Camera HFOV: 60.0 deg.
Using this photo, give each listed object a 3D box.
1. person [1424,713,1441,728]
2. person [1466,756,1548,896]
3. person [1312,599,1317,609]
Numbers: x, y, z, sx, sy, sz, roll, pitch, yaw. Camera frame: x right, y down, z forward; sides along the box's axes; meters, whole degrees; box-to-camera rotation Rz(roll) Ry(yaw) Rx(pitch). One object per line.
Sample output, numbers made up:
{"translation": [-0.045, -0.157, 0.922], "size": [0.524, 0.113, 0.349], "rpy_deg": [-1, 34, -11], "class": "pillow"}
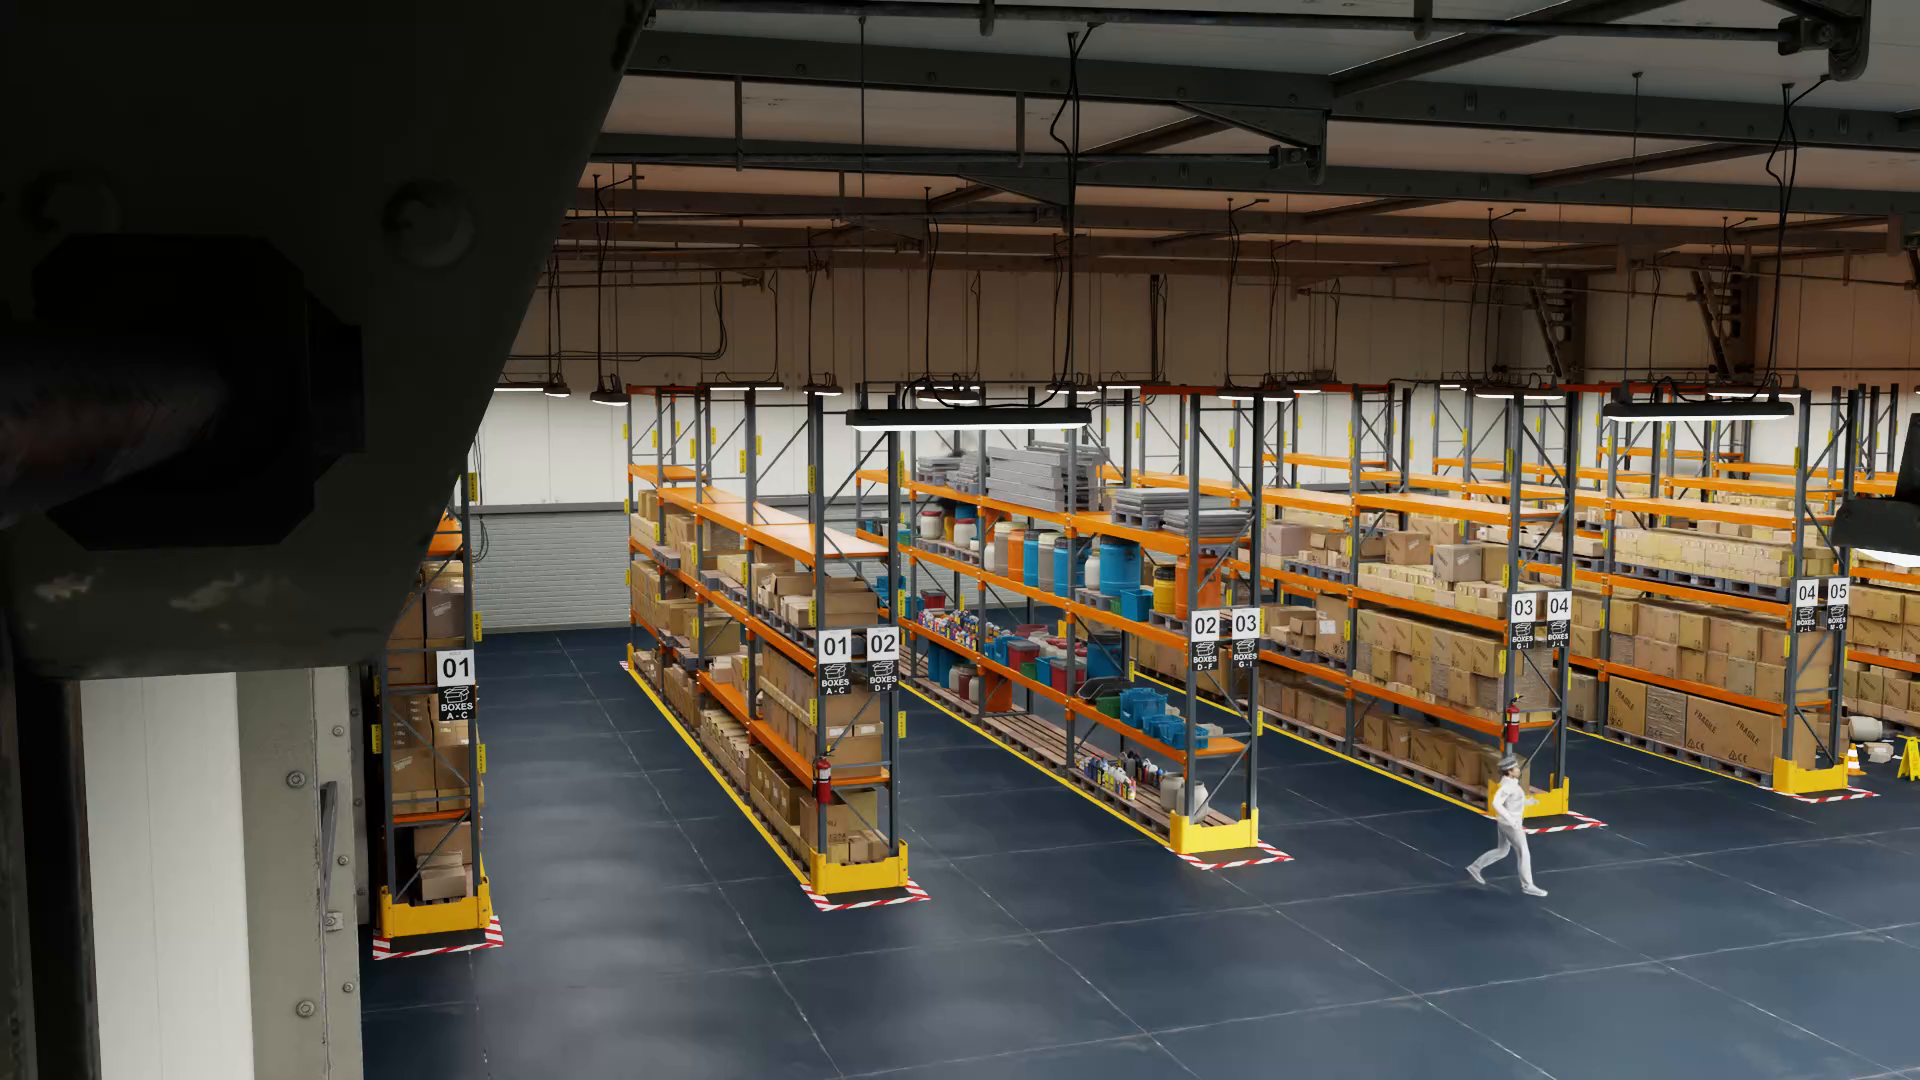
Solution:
{"translation": [8.493, 2.459, 29.352], "size": [0.633, 1.738, 0.726], "rpy_deg": [-4, 7, -34], "class": "person"}
{"translation": [6.597, 3.412, 19.962], "size": [0.919, 1.675, 0.614], "rpy_deg": [1, 6, 11], "class": "person"}
{"translation": [8.838, 1.307, 40.789], "size": [0.688, 1.733, 0.583], "rpy_deg": [4, 7, 36], "class": "person"}
